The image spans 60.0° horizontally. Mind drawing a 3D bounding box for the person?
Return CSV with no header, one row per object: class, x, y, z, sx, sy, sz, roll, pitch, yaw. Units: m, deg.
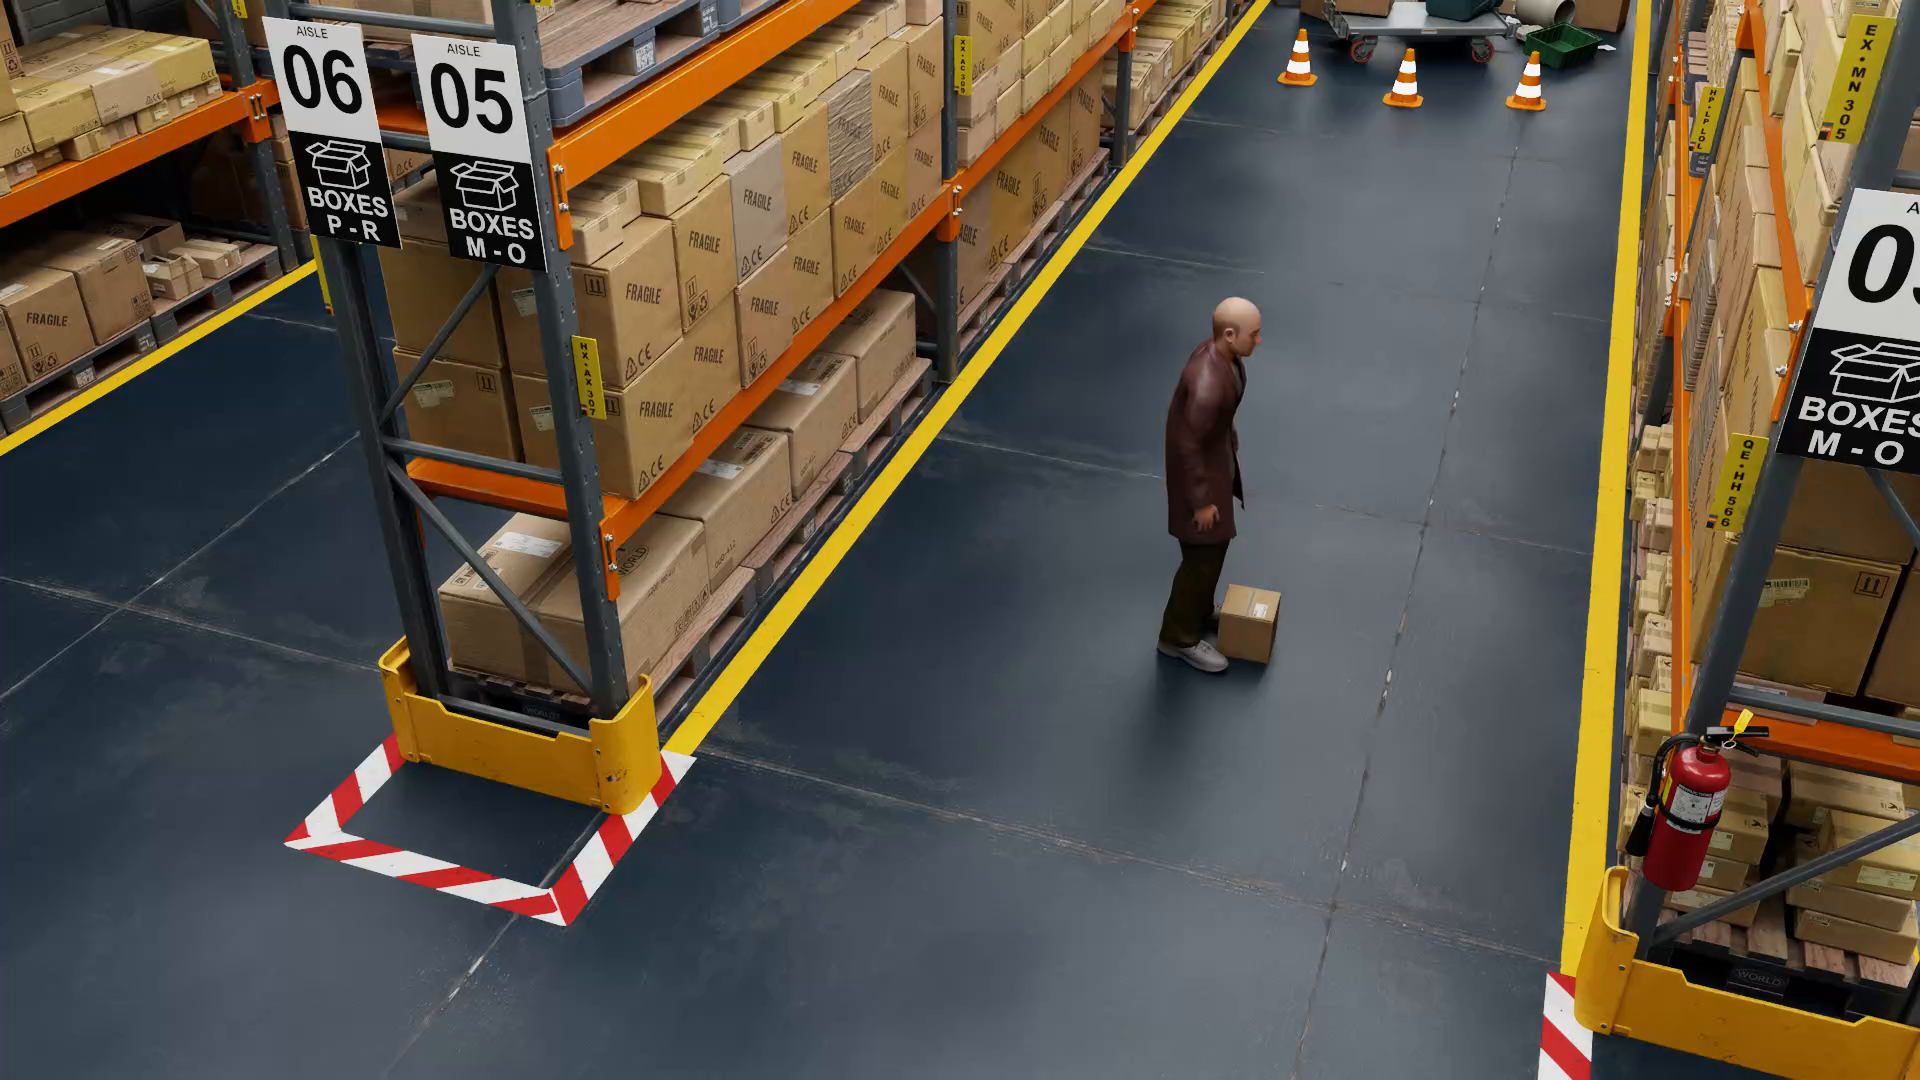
person,1.141,-0.282,7.590,0.426,1.774,0.644,11,34,17
